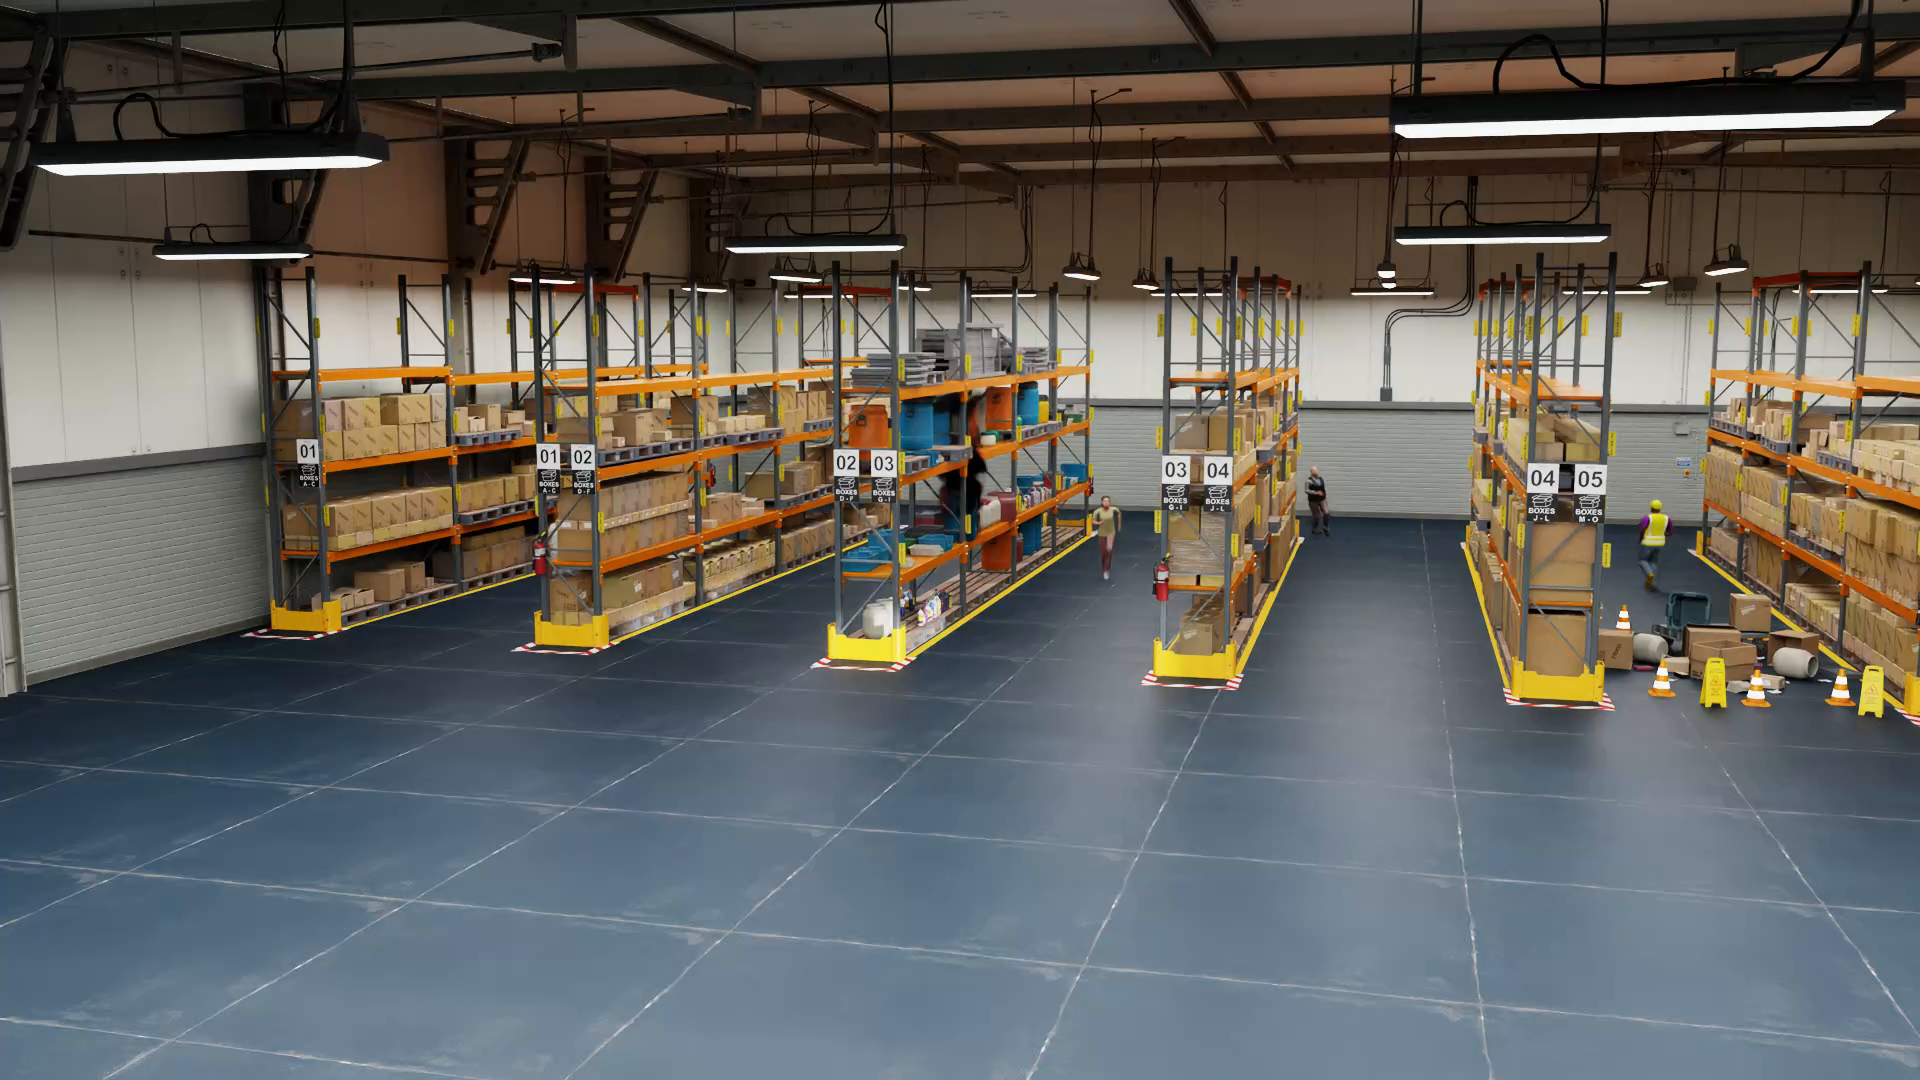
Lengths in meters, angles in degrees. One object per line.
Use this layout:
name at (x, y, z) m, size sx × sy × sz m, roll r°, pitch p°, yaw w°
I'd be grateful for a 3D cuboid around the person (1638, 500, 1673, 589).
person at (13.373, 0.073, 32.133) m, size 0.692 × 1.720 × 0.591 m, roll 0°, pitch 7°, yaw -2°

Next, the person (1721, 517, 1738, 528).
person at (17.610, -0.608, 37.914) m, size 0.571 × 1.620 × 0.581 m, roll 7°, pitch 10°, yaw 43°

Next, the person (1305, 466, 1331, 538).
person at (8.572, -0.916, 40.003) m, size 0.637 × 1.707 × 0.711 m, roll -2°, pitch 7°, yaw -14°

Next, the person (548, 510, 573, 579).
person at (-7.513, 0.250, 31.187) m, size 0.599 × 1.628 × 0.531 m, roll 1°, pitch 7°, yaw 10°

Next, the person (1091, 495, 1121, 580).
person at (2.948, -0.070, 33.553) m, size 0.599 × 1.700 × 0.820 m, roll 0°, pitch 7°, yaw 4°
